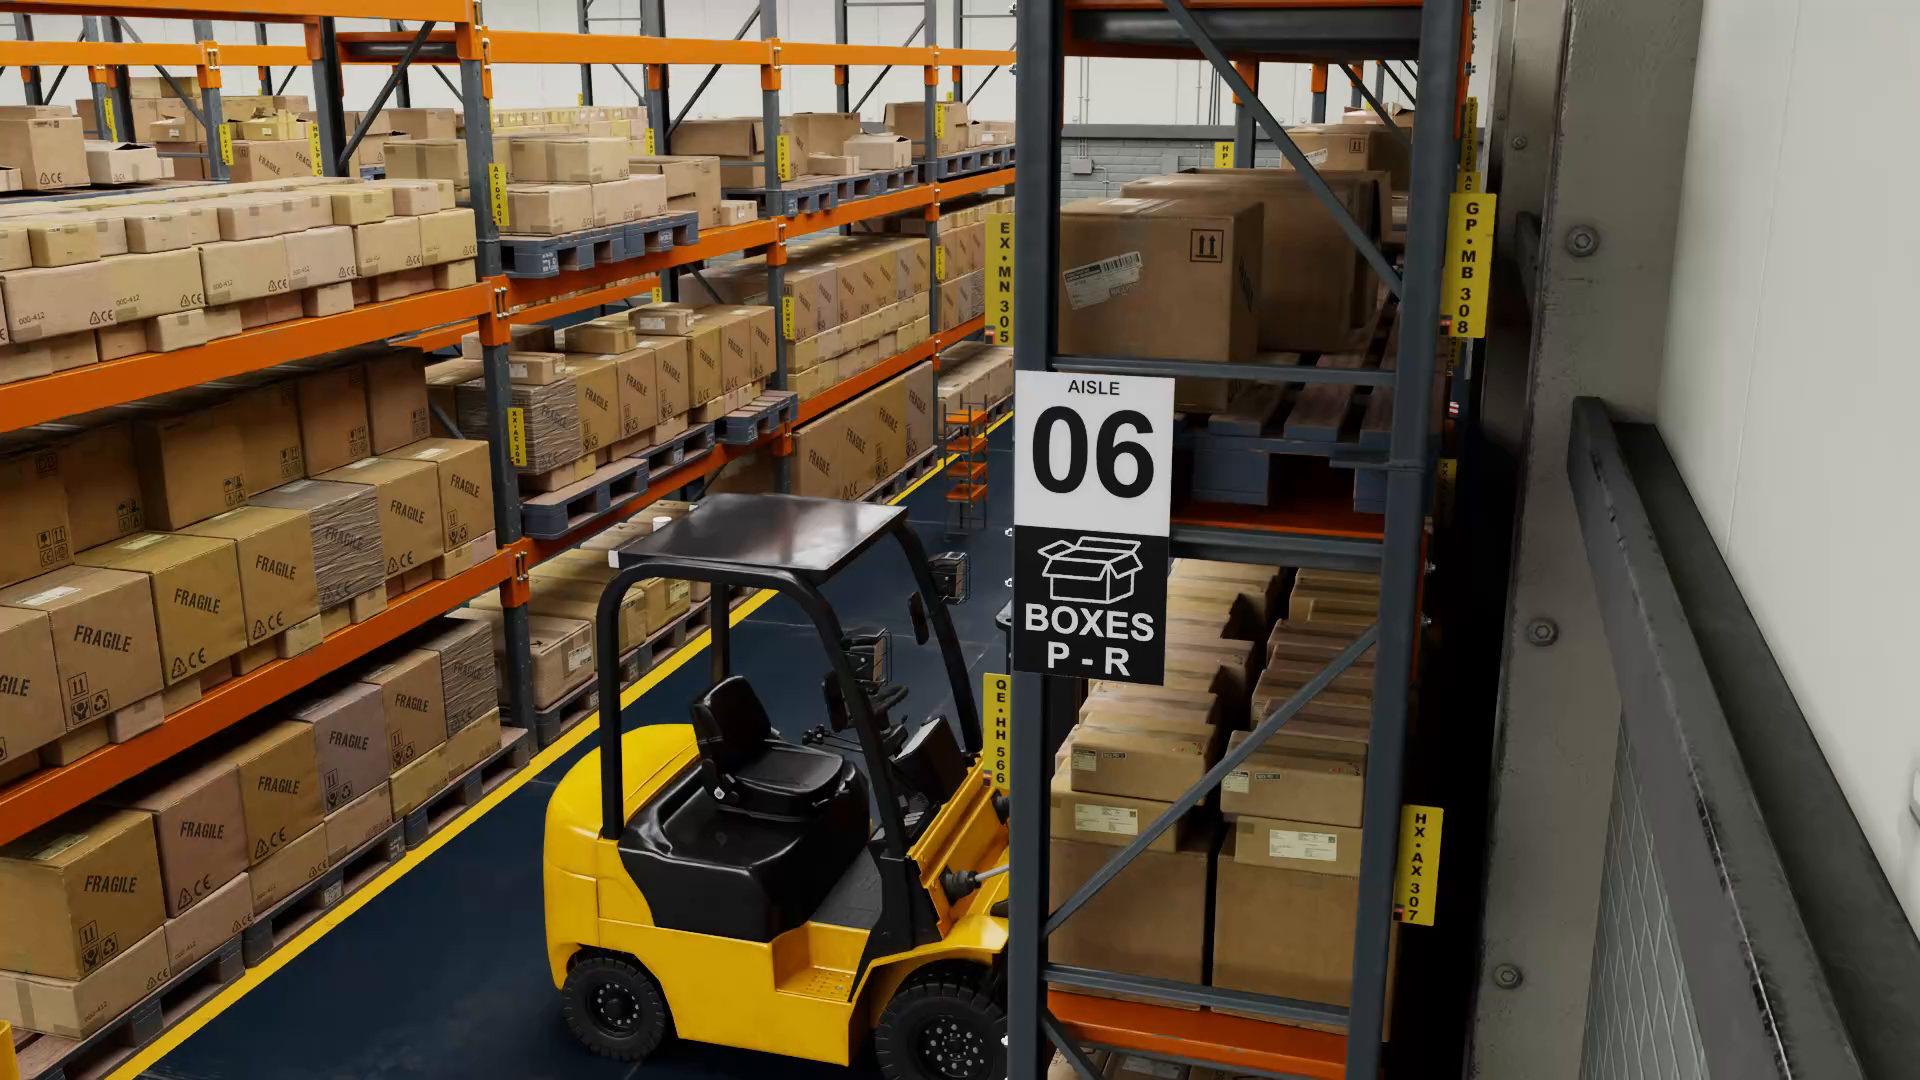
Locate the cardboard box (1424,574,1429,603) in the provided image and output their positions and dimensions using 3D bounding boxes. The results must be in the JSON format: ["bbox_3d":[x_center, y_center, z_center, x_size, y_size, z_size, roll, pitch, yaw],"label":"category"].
[{"bbox_3d":[1.750,0.406,7.219,0.500,0.500,0.500,5,17,17],"label":"cardboard box"}]

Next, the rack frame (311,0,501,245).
[{"bbox_3d":[-2.996,-3.085,8.714,1.000,3.000,0.127,5,16,16],"label":"rack frame"}]

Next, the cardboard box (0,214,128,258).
[{"bbox_3d":[-3.529,-1.195,6.548,0.380,0.149,0.250,5,16,16],"label":"cardboard box"}]

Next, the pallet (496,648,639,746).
[{"bbox_3d":[-2.776,0.939,10.632,1.003,0.211,1.213,5,16,16],"label":"pallet"}]

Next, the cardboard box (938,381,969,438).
[{"bbox_3d":[-0.442,-1.417,17.754,0.875,0.438,0.875,4,16,15],"label":"cardboard box"}]

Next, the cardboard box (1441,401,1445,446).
[{"bbox_3d":[2.896,-0.757,10.859,0.500,0.250,0.500,5,17,16],"label":"cardboard box"}]

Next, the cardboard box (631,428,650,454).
[{"bbox_3d":[-2.264,-0.673,10.897,0.380,0.149,0.250,5,17,16],"label":"cardboard box"}]

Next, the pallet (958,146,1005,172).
[{"bbox_3d":[-0.132,-4.223,18.388,1.003,0.211,1.213,5,16,16],"label":"pallet"}]

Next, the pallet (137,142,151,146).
[{"bbox_3d":[-9.982,-4.674,19.976,1.003,0.211,1.213,5,16,16],"label":"pallet"}]

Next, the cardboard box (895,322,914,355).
[{"bbox_3d":[-0.754,-1.949,15.980,0.500,0.250,0.500,4,16,15],"label":"cardboard box"}]

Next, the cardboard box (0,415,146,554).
[{"bbox_3d":[-4.000,-0.248,7.147,0.700,0.500,0.500,4,16,15],"label":"cardboard box"}]

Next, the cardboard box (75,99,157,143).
[{"bbox_3d":[-10.059,-5.011,19.866,0.700,0.500,0.500,4,16,13],"label":"cardboard box"}]

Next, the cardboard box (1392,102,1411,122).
[{"bbox_3d":[4.016,-3.737,14.714,0.396,0.266,0.258,4,16,15],"label":"cardboard box"}]

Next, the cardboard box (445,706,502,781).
[{"bbox_3d":[-2.907,1.098,9.232,0.500,0.250,0.500,5,17,18],"label":"cardboard box"}]

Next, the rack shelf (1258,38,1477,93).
[{"bbox_3d":[2.332,-2.686,9.358,1.077,0.370,4.000,5,16,16],"label":"rack shelf"}]

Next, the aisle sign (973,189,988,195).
[{"bbox_3d":[0.156,-4.630,20.392,0.394,0.787,0.004,5,16,16],"label":"aisle sign"}]

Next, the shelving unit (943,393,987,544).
[{"bbox_3d":[0.047,-0.621,14.318,0.258,1.200,0.503,5,16,16],"label":"shelving unit"}]

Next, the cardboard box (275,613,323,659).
[{"bbox_3d":[-3.221,0.431,7.774,0.380,0.149,0.250,5,17,16],"label":"cardboard box"}]

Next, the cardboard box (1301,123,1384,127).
[{"bbox_3d":[2.461,-2.432,10.773,0.500,0.500,0.500,5,17,16],"label":"cardboard box"}]

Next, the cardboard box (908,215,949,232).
[{"bbox_3d":[-0.327,-3.264,17.134,0.380,0.149,0.250,5,17,17],"label":"cardboard box"}]

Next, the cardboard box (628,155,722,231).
[{"bbox_3d":[-2.139,-2.489,11.928,0.700,0.500,0.500,5,16,16],"label":"cardboard box"}]

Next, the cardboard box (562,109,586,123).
[{"bbox_3d":[-4.632,-4.988,19.550,0.380,0.149,0.250,4,16,14],"label":"cardboard box"}]

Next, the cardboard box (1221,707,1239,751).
[{"bbox_3d":[0.715,0.563,5.476,0.380,0.149,0.250,5,16,15],"label":"cardboard box"}]

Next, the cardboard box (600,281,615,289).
[{"bbox_3d":[-4.499,-3.203,20.587,0.380,0.149,0.250,4,16,13],"label":"cardboard box"}]

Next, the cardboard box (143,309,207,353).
[{"bbox_3d":[-3.364,-0.874,6.878,0.380,0.149,0.250,5,17,17],"label":"cardboard box"}]

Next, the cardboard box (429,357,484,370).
[{"bbox_3d":[-2.945,-0.860,10.368,0.500,0.500,0.500,5,17,16],"label":"cardboard box"}]

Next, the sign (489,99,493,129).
[{"bbox_3d":[-4.964,-4.488,17.490,0.100,0.325,0.005,5,16,16],"label":"sign"}]

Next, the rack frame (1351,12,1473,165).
[{"bbox_3d":[4.037,-4.794,14.740,1.000,3.000,0.127,5,16,16],"label":"rack frame"}]

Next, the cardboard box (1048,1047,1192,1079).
[{"bbox_3d":[0.459,1.727,5.181,0.500,0.250,0.500,5,17,18],"label":"cardboard box"}]

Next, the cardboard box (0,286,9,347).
[{"bbox_3d":[-3.735,-0.777,5.805,0.500,0.250,0.500,4,16,15],"label":"cardboard box"}]

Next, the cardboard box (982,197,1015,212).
[{"bbox_3d":[0.462,-3.928,19.475,0.380,0.149,0.250,4,16,15],"label":"cardboard box"}]

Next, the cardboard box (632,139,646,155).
[{"bbox_3d":[-4.236,-4.927,20.981,0.500,0.250,0.500,4,16,15],"label":"cardboard box"}]

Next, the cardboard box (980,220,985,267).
[{"bbox_3d":[0.096,-3.323,18.533,0.500,0.500,0.500,5,16,15],"label":"cardboard box"}]

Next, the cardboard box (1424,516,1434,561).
[{"bbox_3d":[1.778,-0.008,6.944,0.380,0.149,0.250,4,16,15],"label":"cardboard box"}]

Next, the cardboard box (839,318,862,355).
[{"bbox_3d":[-1.177,-1.792,14.507,0.500,0.250,0.500,5,16,16],"label":"cardboard box"}]

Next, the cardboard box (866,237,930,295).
[{"bbox_3d":[-0.609,-2.684,16.281,0.500,0.500,0.500,5,17,18],"label":"cardboard box"}]

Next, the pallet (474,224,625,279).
[{"bbox_3d":[-2.719,-1.705,9.689,1.213,0.211,1.003,5,16,16],"label":"pallet"}]

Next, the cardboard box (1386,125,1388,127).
[{"bbox_3d":[3.950,-3.813,15.592,0.500,0.250,0.500,5,16,16],"label":"cardboard box"}]

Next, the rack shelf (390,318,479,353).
[{"bbox_3d":[-6.066,-1.780,16.425,1.077,0.370,4.000,5,16,16],"label":"rack shelf"}]

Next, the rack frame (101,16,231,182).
[{"bbox_3d":[-6.634,-4.489,13.664,1.000,3.000,0.127,5,16,16],"label":"rack frame"}]

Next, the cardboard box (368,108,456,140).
[{"bbox_3d":[-5.711,-4.252,17.372,0.700,0.500,0.500,5,16,16],"label":"cardboard box"}]

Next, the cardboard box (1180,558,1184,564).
[{"bbox_3d":[1.118,0.015,6.864,0.380,0.149,0.250,4,16,15],"label":"cardboard box"}]

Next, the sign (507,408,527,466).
[{"bbox_3d":[-2.474,-0.575,9.273,0.100,0.325,0.005,5,16,16],"label":"sign"}]

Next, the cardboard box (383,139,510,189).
[{"bbox_3d":[-2.954,-2.174,9.588,0.500,0.250,0.500,5,17,17],"label":"cardboard box"}]

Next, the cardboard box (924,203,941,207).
[{"bbox_3d":[-0.434,-3.705,18.692,0.380,0.149,0.250,4,16,15],"label":"cardboard box"}]

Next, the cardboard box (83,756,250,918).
[{"bbox_3d":[-3.488,1.275,7.233,0.500,0.500,0.500,4,16,14],"label":"cardboard box"}]

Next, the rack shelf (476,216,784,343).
[{"bbox_3d":[-2.428,-1.819,11.066,1.077,0.370,4.000,5,16,16],"label":"rack shelf"}]

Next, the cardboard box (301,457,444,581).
[{"bbox_3d":[-3.024,-0.119,8.524,0.500,0.500,0.500,5,17,18],"label":"cardboard box"}]

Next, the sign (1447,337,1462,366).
[{"bbox_3d":[3.434,-1.376,11.562,0.100,0.325,0.005,5,16,16],"label":"sign"}]

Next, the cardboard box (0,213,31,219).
[{"bbox_3d":[-3.957,-1.228,6.663,0.380,0.149,0.250,5,16,16],"label":"cardboard box"}]

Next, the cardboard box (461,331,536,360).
[{"bbox_3d":[-2.898,-1.224,10.460,0.380,0.149,0.250,4,16,14],"label":"cardboard box"}]

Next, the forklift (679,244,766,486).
[{"bbox_3d":[-2.497,-2.081,16.295,1.130,2.935,3.031,5,16,16],"label":"forklift"}]
